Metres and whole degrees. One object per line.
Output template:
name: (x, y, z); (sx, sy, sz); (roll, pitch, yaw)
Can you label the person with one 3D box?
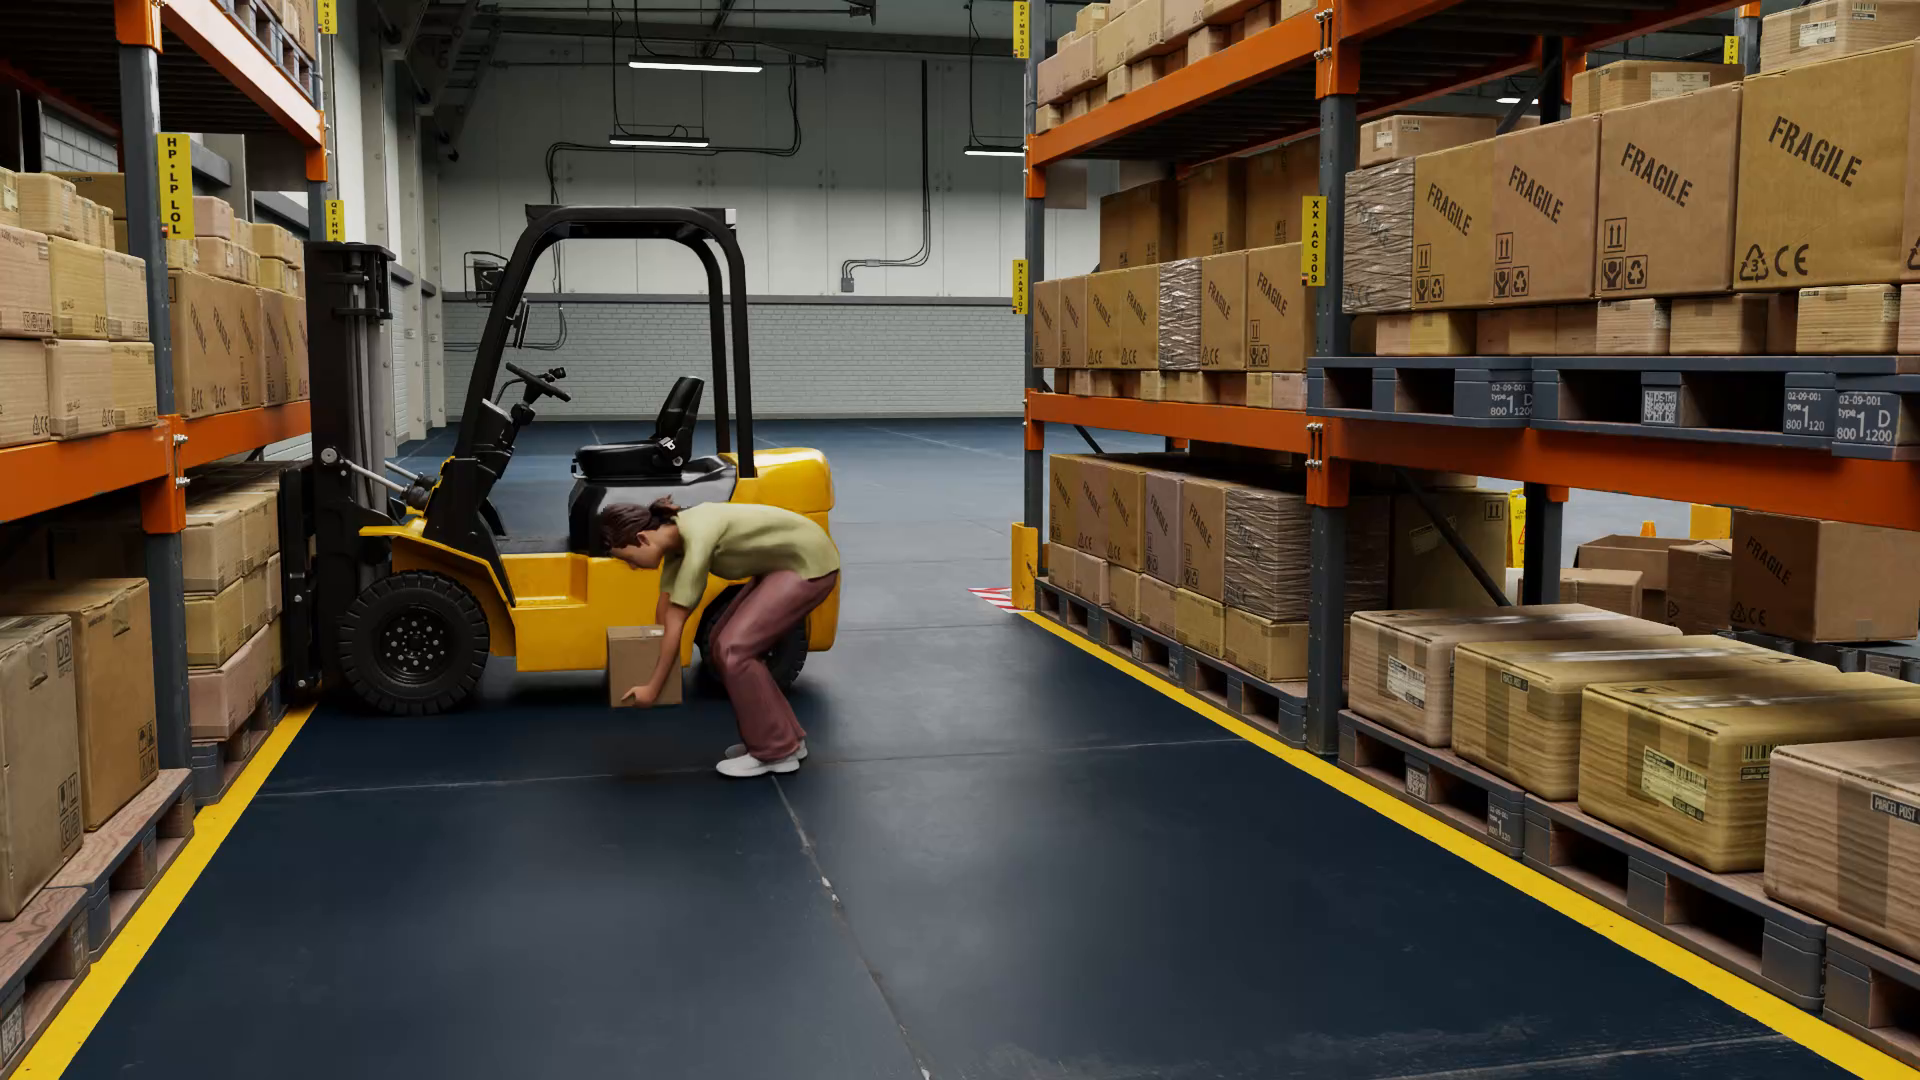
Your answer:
person: (-0.868, 0.341, 6.051); (0.868, 1.018, 0.454); (-2, 6, -17)
